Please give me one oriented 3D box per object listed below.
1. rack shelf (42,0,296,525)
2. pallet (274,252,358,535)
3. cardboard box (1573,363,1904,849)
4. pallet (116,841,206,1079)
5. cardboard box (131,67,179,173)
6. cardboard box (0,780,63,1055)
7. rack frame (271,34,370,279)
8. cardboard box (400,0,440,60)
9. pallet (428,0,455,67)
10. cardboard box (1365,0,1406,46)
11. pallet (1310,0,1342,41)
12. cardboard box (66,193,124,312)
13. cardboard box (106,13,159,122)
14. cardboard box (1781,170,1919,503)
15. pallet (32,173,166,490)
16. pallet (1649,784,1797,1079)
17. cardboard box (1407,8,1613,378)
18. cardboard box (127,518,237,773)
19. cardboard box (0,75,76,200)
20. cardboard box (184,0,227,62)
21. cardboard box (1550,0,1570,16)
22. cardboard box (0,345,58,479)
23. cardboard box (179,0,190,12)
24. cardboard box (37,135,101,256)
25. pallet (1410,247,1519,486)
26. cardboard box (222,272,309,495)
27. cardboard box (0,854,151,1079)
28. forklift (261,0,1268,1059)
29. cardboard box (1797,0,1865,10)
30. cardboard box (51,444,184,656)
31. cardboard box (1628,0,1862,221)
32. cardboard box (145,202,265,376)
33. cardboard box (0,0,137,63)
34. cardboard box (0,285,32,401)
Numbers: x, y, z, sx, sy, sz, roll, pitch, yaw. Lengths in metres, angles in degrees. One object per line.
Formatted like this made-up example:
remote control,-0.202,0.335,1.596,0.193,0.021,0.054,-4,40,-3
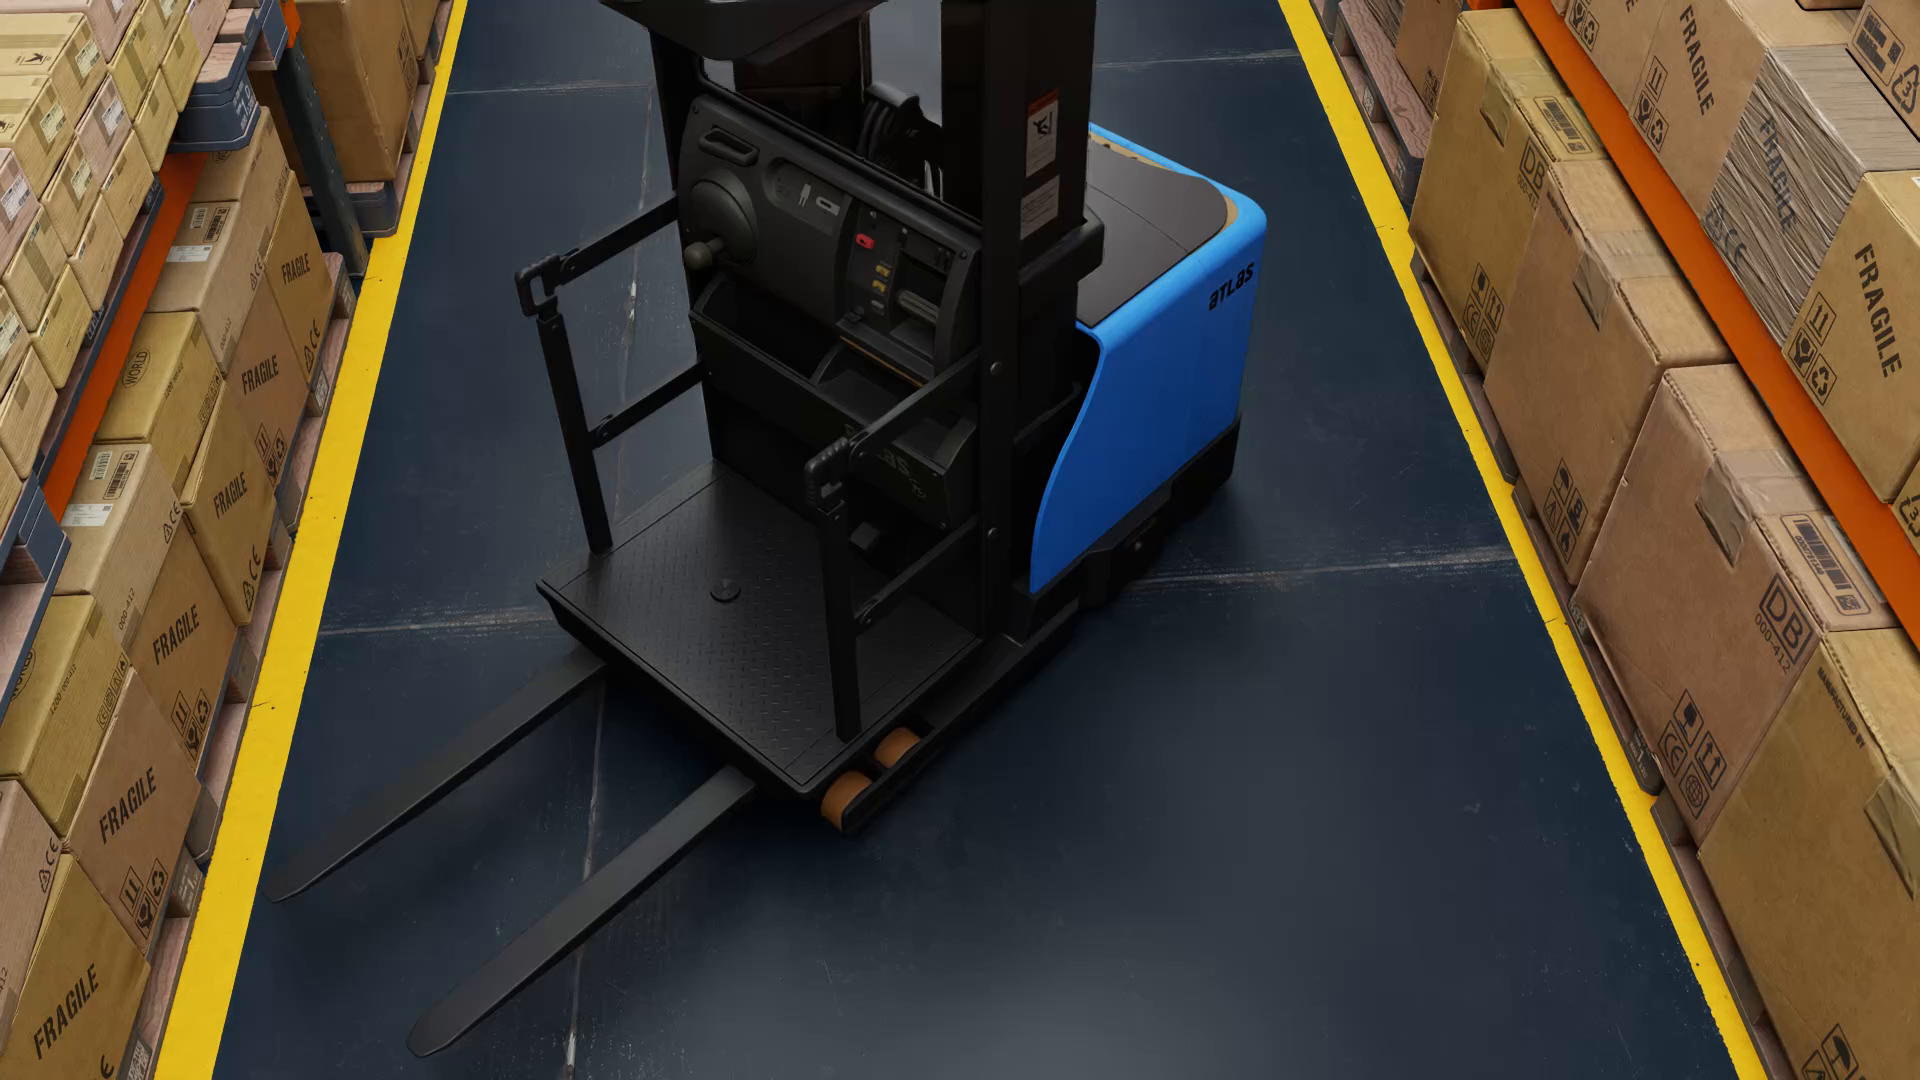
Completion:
rack shelf,-2.545,-0.322,3.985,1.077,0.370,4.000,-3,47,-3
pallet,-2.648,-0.492,5.571,1.003,0.211,1.213,-3,47,-3
cardboard box,2.425,0.127,4.238,1.225,0.875,0.875,-5,47,-5
pallet,-2.444,1.273,3.899,1.003,0.211,1.213,-3,47,-3
cardboard box,-2.131,-1.005,4.020,0.380,0.149,0.250,-5,47,-5
cardboard box,-2.176,0.784,3.358,0.500,0.250,0.500,-5,47,-5
rack frame,-2.712,-2.017,5.094,1.000,3.000,0.127,-3,47,-3
cardboard box,-2.750,-2.466,6.780,1.050,0.750,0.750,-3,47,-3
pallet,-2.802,-2.514,7.485,1.003,0.211,1.213,-3,47,-3
cardboard box,2.104,-2.421,6.896,0.700,0.500,0.500,-7,47,-7
pallet,2.076,-2.732,7.692,1.003,0.211,1.213,-3,47,-3
cardboard box,-2.085,-0.621,3.656,0.380,0.149,0.250,-5,47,-5
cardboard box,-2.129,-1.103,3.907,0.380,0.149,0.250,-4,47,-4
cardboard box,2.177,-0.443,3.535,0.500,0.500,0.500,-4,47,-4
pallet,-2.506,-0.521,3.810,1.003,0.211,1.213,-3,47,-3
pallet,2.434,1.054,4.106,1.003,0.211,1.213,-3,47,-3
cardboard box,2.276,-1.158,5.455,1.225,0.875,0.875,-5,47,-5
cardboard box,-2.278,0.281,4.351,0.500,0.500,0.500,-3,47,-3
cardboard box,-2.087,-0.829,3.443,0.380,0.149,0.250,-2,47,-2
cardboard box,-2.172,-1.380,4.375,0.380,0.149,0.250,-3,47,-3
cardboard box,2.008,-1.911,4.925,0.500,0.500,0.500,-2,47,-2
cardboard box,-2.040,-0.241,3.296,0.380,0.149,0.250,-5,47,-5
cardboard box,-2.168,-1.464,4.250,0.380,0.149,0.250,-2,47,-2
cardboard box,-2.085,-0.727,3.552,0.380,0.149,0.250,-4,47,-4
pallet,2.230,-0.711,5.778,1.003,0.211,1.213,-3,47,-3
cardboard box,-2.357,-0.466,5.057,0.500,0.500,0.500,-2,47,-2
cardboard box,-2.175,1.042,3.630,0.500,0.500,0.500,-2,47,-2
forklift,-0.476,-0.643,3.840,1.130,2.935,3.031,33,55,27
cardboard box,2.336,-1.623,3.961,0.797,0.503,0.637,-3,47,-2
cardboard box,-2.261,0.029,4.072,0.500,0.250,0.500,-2,47,-2
cardboard box,2.100,-1.168,4.221,0.500,0.500,0.500,-4,47,-4
cardboard box,-2.340,-0.716,4.778,0.500,0.250,0.500,-3,47,-3
cardboard box,-2.133,-1.214,3.807,0.380,0.149,0.250,-3,47,-3
cardboard box,-2.045,-0.353,3.198,0.380,0.149,0.250,-2,47,-2
